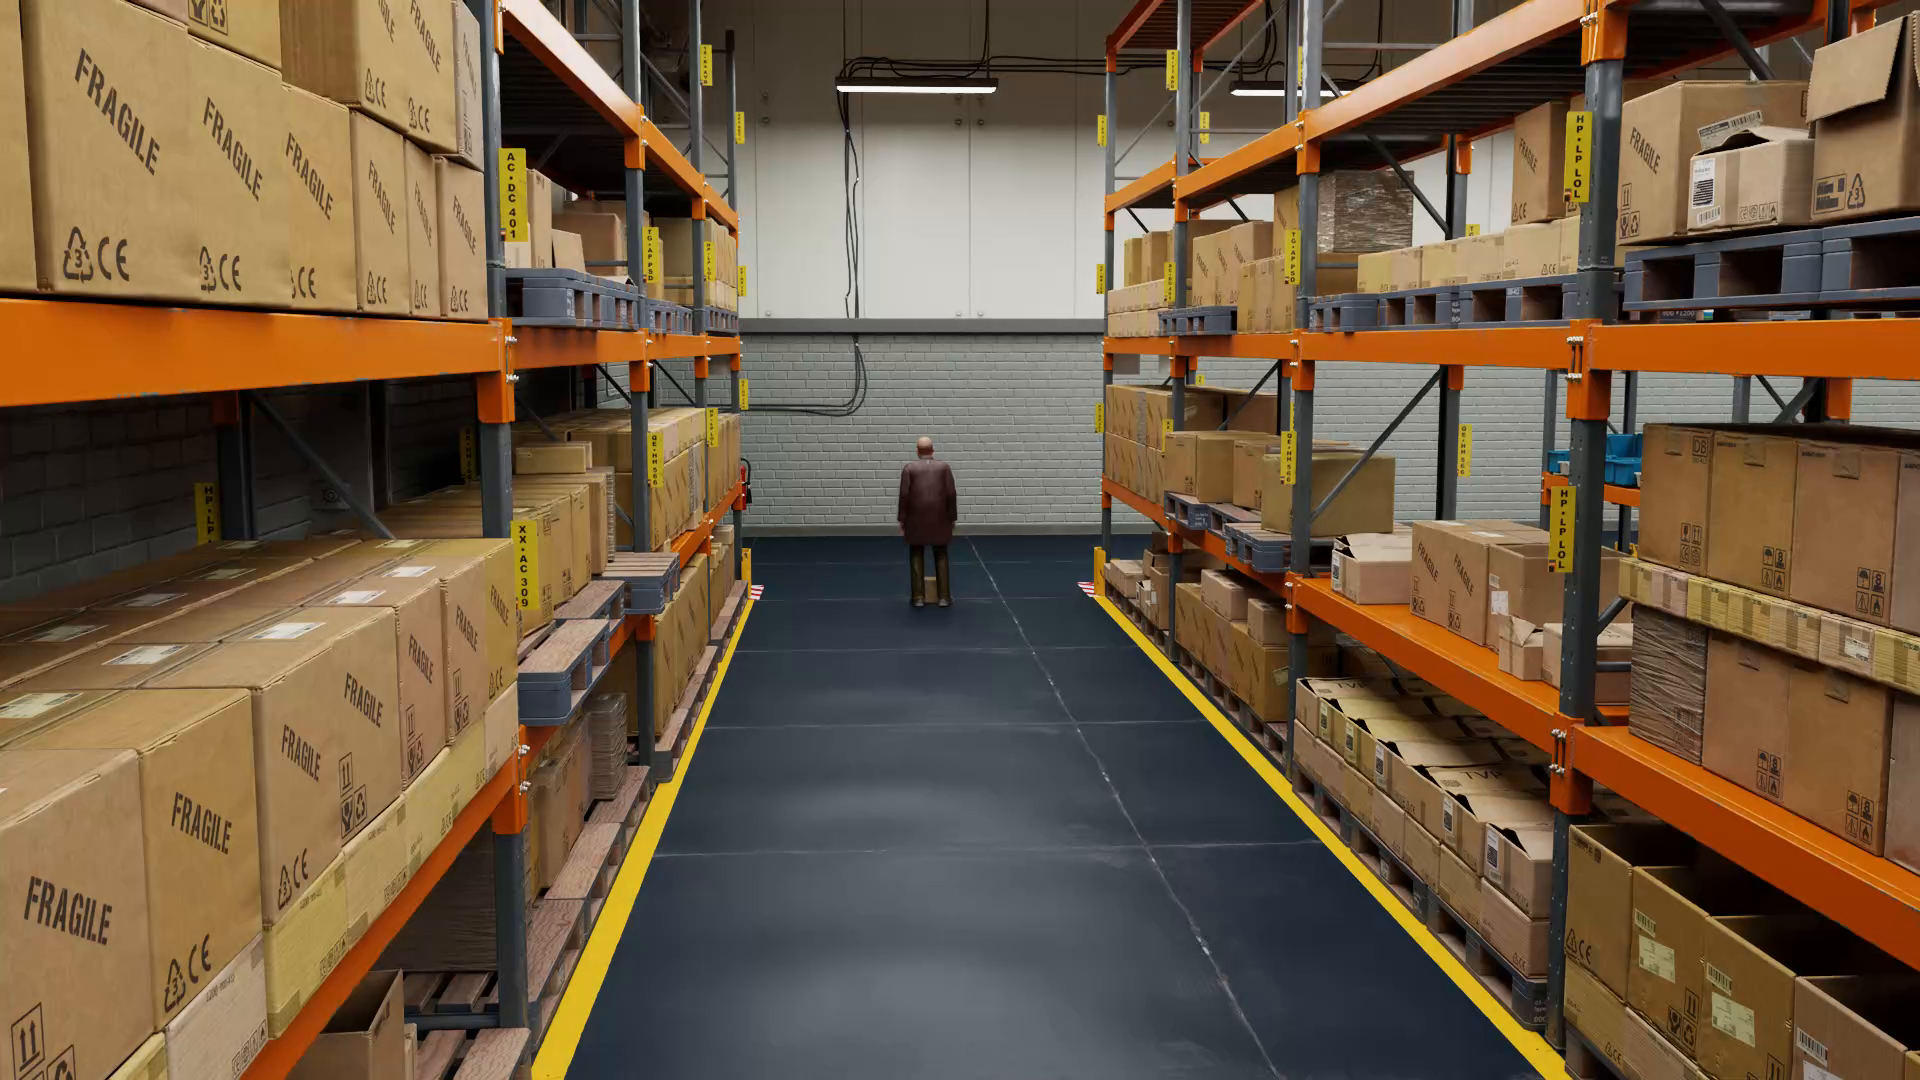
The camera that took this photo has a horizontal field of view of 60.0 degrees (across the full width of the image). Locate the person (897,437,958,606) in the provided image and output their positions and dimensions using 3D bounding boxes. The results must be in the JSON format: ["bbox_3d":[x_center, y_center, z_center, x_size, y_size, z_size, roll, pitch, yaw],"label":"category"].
[{"bbox_3d":[-0.342,-0.103,17.459,0.638,1.590,0.428,-1,7,-6],"label":"person"}]
